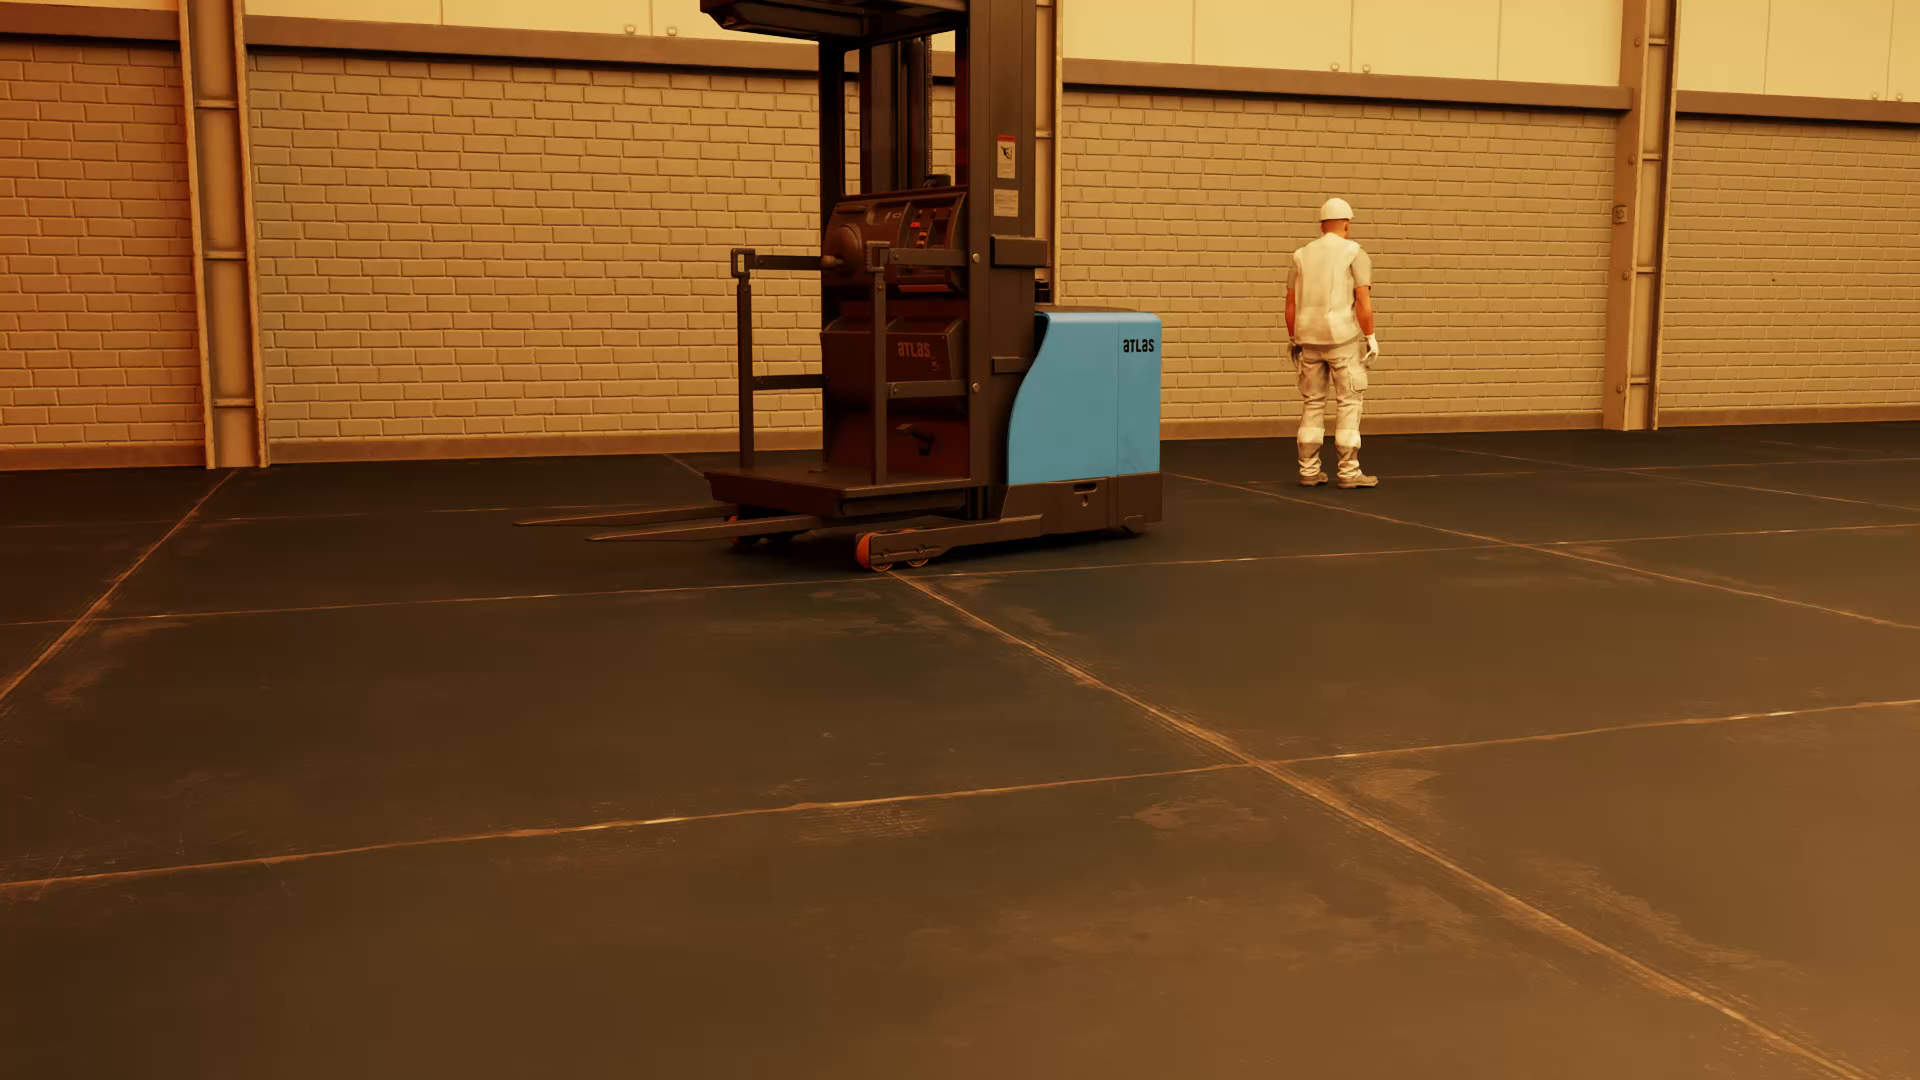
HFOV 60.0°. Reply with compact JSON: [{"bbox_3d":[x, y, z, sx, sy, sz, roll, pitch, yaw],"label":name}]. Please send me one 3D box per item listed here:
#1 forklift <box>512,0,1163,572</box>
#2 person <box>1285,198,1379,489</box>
[{"bbox_3d":[-0.461,-1.399,7.333,3.031,2.935,1.130,-7,10,-40],"label":"forklift"},{"bbox_3d":[2.306,-1.221,10.319,0.612,1.778,0.451,7,10,40],"label":"person"}]
